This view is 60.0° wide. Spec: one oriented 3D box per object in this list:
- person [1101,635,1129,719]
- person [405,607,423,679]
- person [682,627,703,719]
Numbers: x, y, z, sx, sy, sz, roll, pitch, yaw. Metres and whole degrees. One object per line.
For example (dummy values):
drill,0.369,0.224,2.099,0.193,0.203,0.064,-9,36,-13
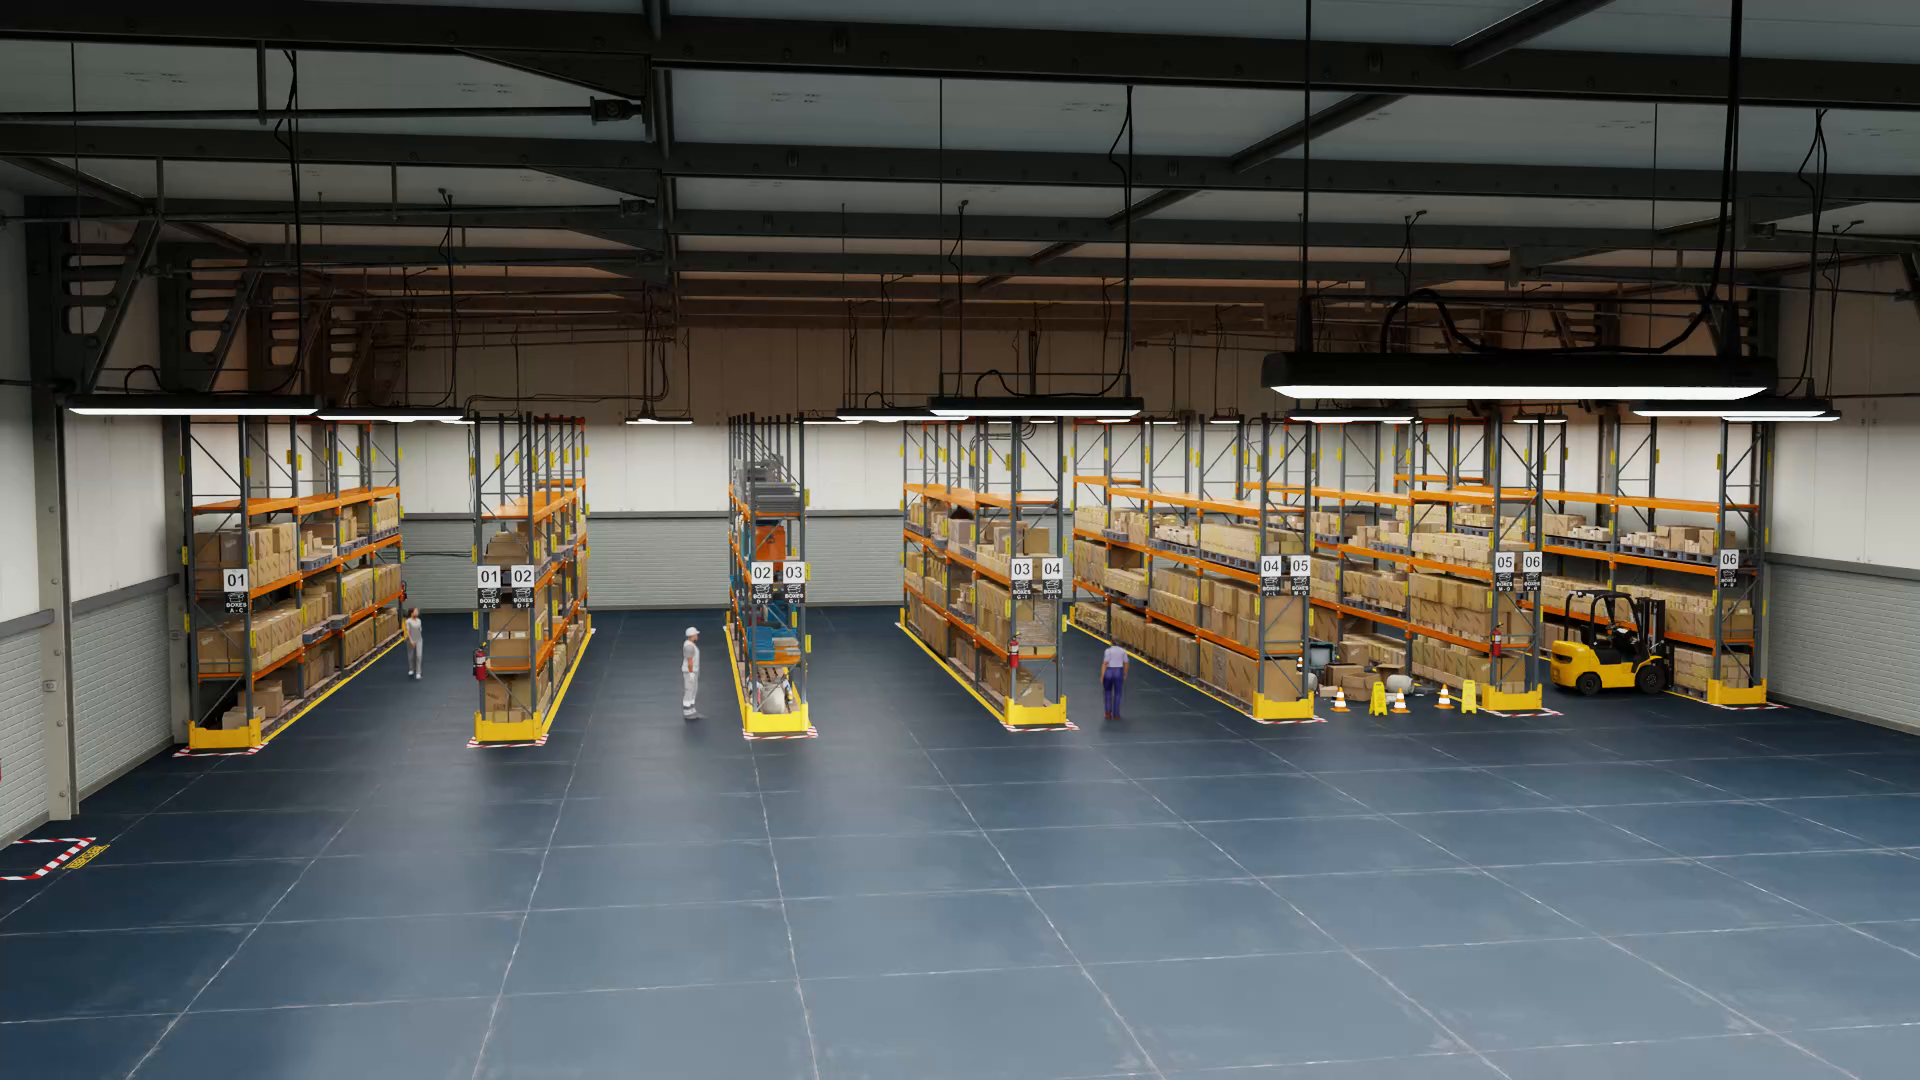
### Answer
person,3.053,2.704,32.581,0.479,1.705,0.582,2,4,24
person,-12.441,2.328,37.899,0.382,1.621,1.015,-1,4,-17
person,-5.265,2.604,32.608,0.374,1.797,0.559,0,4,-1
